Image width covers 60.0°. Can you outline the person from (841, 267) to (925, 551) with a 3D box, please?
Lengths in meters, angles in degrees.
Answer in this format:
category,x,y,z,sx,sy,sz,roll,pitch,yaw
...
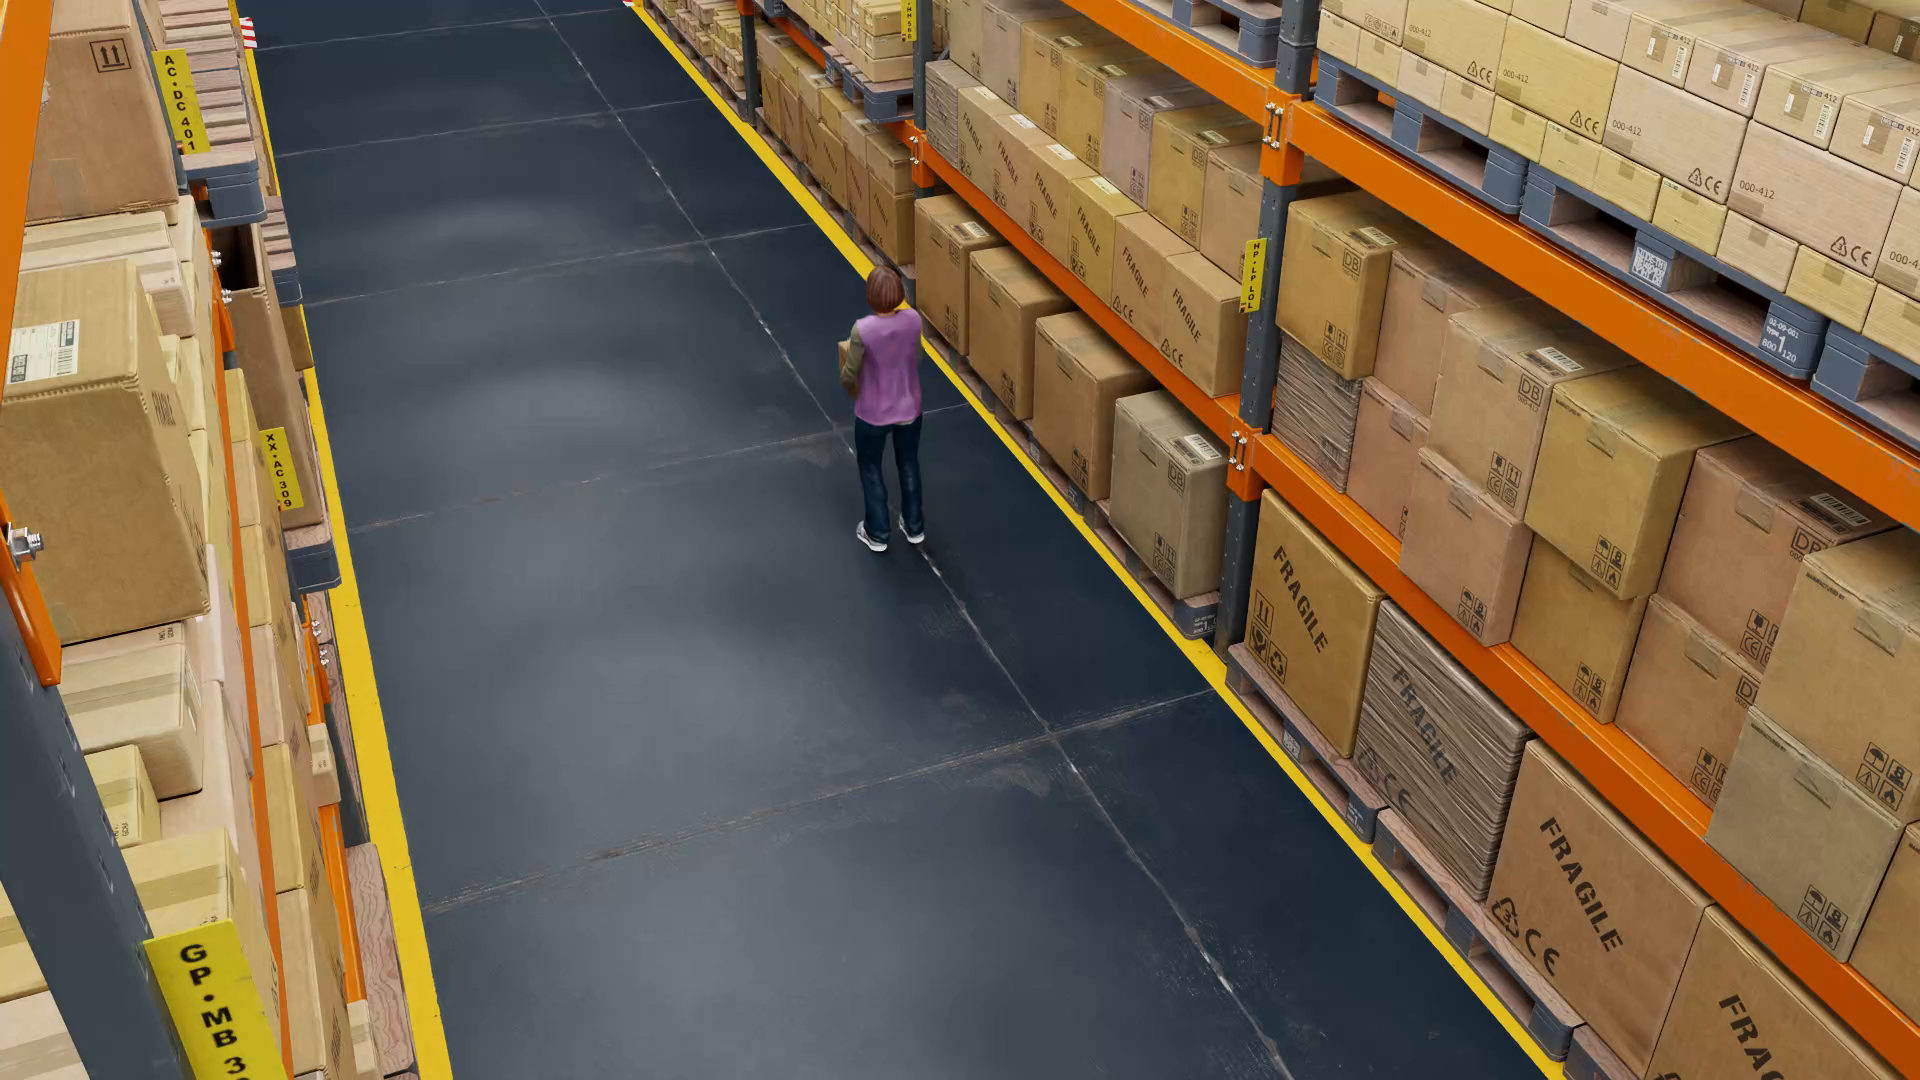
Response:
category,x,y,z,sx,sy,sz,roll,pitch,yaw
person,-0.399,-0.699,8.560,0.438,1.602,0.471,-13,36,-19
